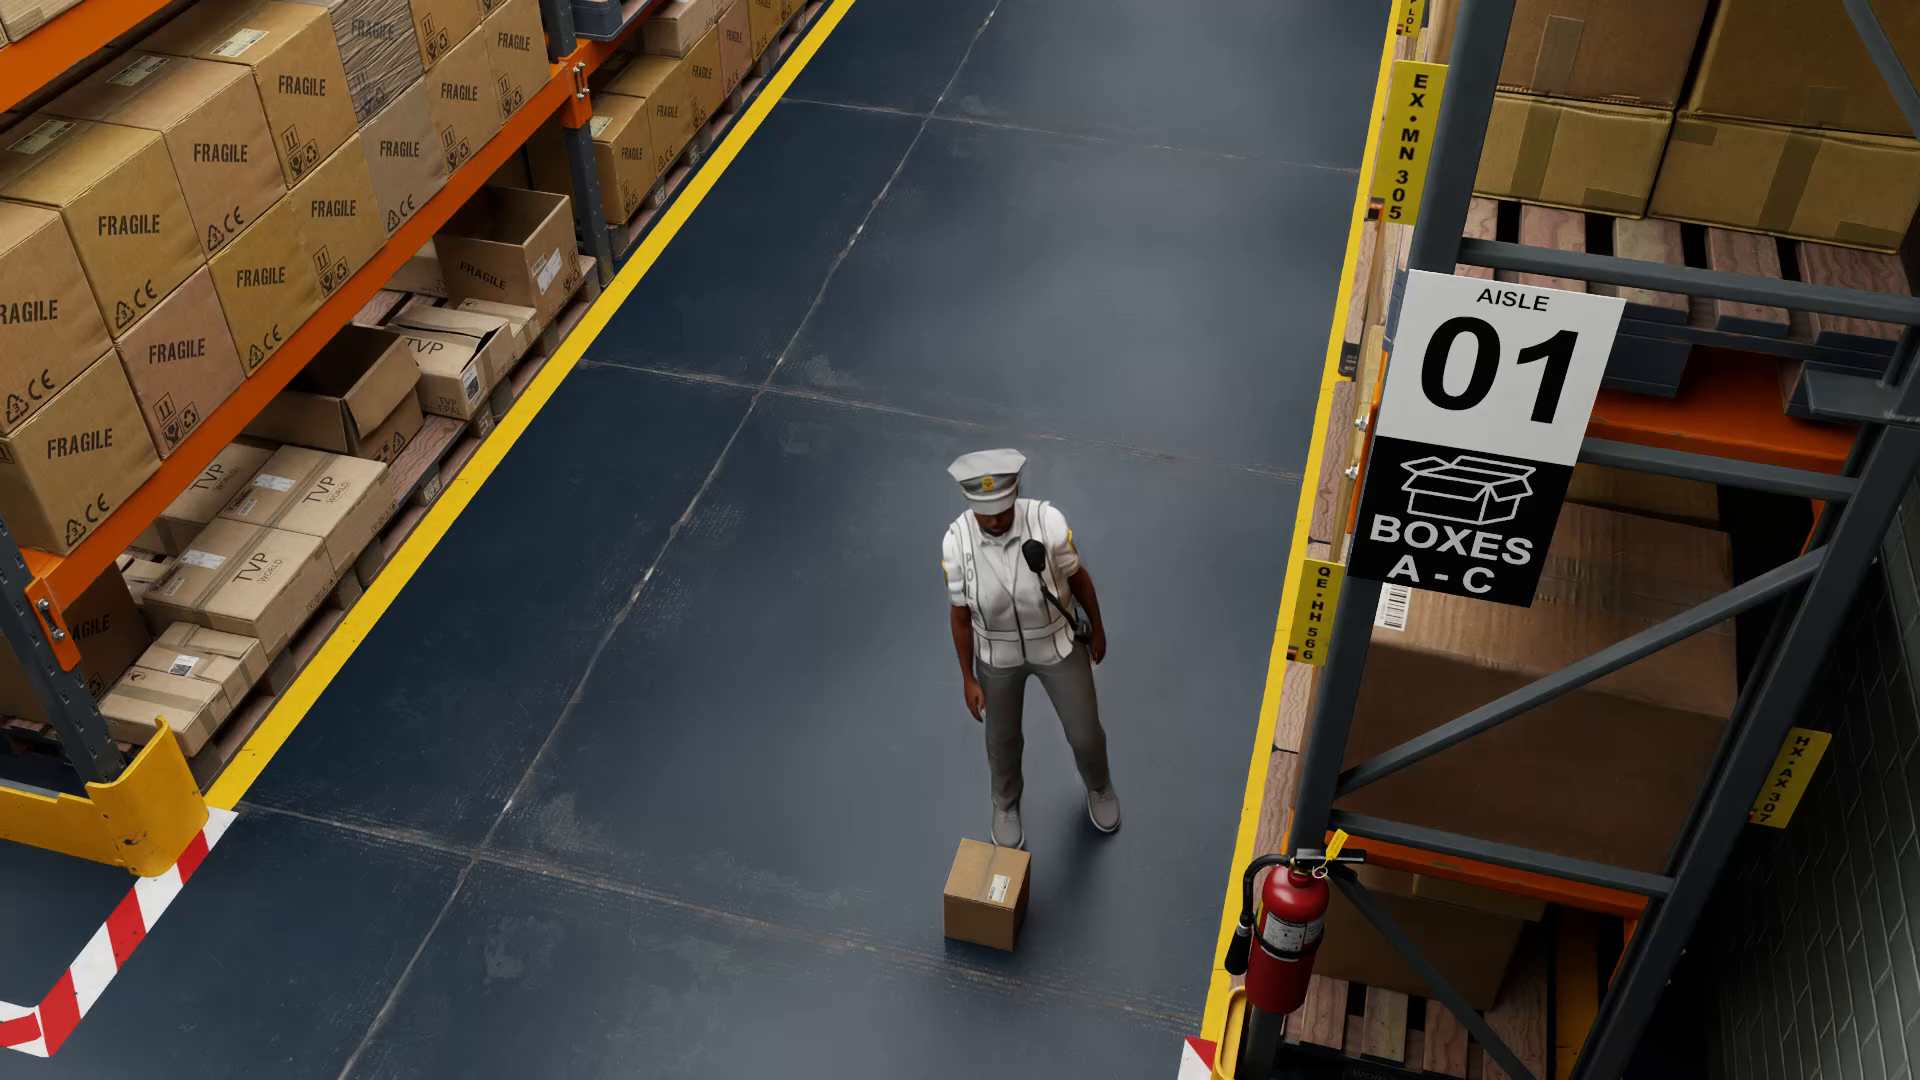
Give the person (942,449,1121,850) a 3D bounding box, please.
[{"bbox_3d":[0.268,0.399,5.666,0.665,1.680,0.408,4,41,5],"label":"person"}]
